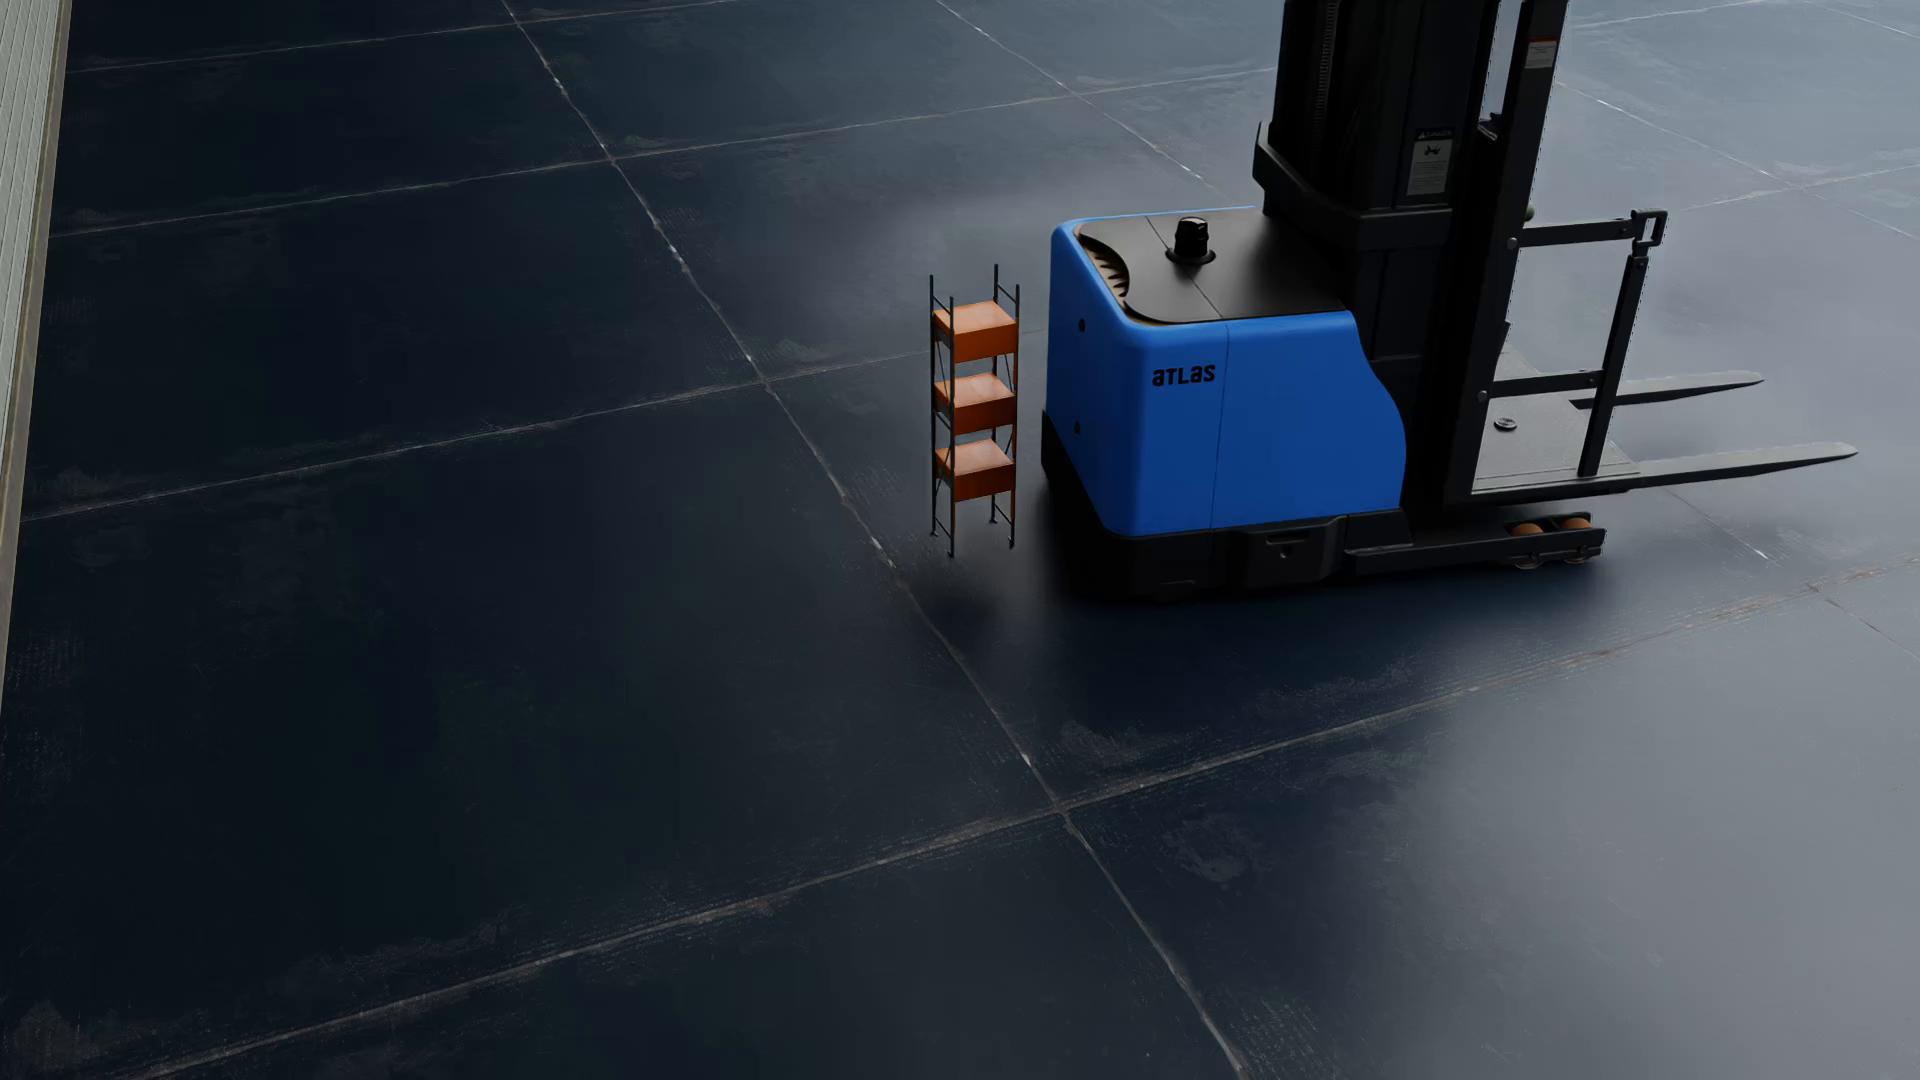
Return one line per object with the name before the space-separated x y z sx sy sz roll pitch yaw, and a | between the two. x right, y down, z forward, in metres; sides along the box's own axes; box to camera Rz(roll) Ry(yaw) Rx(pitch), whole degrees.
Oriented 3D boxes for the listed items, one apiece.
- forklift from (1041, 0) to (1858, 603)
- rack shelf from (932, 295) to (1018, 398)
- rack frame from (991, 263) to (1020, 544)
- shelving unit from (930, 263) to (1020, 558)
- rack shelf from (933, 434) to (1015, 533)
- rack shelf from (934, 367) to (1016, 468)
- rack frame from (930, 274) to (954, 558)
forklift | 1.889 -1.398 5.711 3.031 2.935 1.130 -6 34 -9
rack shelf | 0.049 -0.680 5.832 0.240 0.259 0.215 -13 35 -19
rack frame | 0.162 -0.477 6.021 0.008 1.050 0.200 -13 35 -19
shelving unit | 0.049 -0.451 5.981 0.252 1.050 0.215 -13 35 -19
rack shelf | 0.049 -0.210 6.138 0.240 0.259 0.215 -13 35 -19
rack shelf | 0.049 -0.442 5.987 0.240 0.259 0.215 -13 35 -19
rack frame | -0.063 -0.426 5.941 0.008 1.050 0.200 -13 35 -19
